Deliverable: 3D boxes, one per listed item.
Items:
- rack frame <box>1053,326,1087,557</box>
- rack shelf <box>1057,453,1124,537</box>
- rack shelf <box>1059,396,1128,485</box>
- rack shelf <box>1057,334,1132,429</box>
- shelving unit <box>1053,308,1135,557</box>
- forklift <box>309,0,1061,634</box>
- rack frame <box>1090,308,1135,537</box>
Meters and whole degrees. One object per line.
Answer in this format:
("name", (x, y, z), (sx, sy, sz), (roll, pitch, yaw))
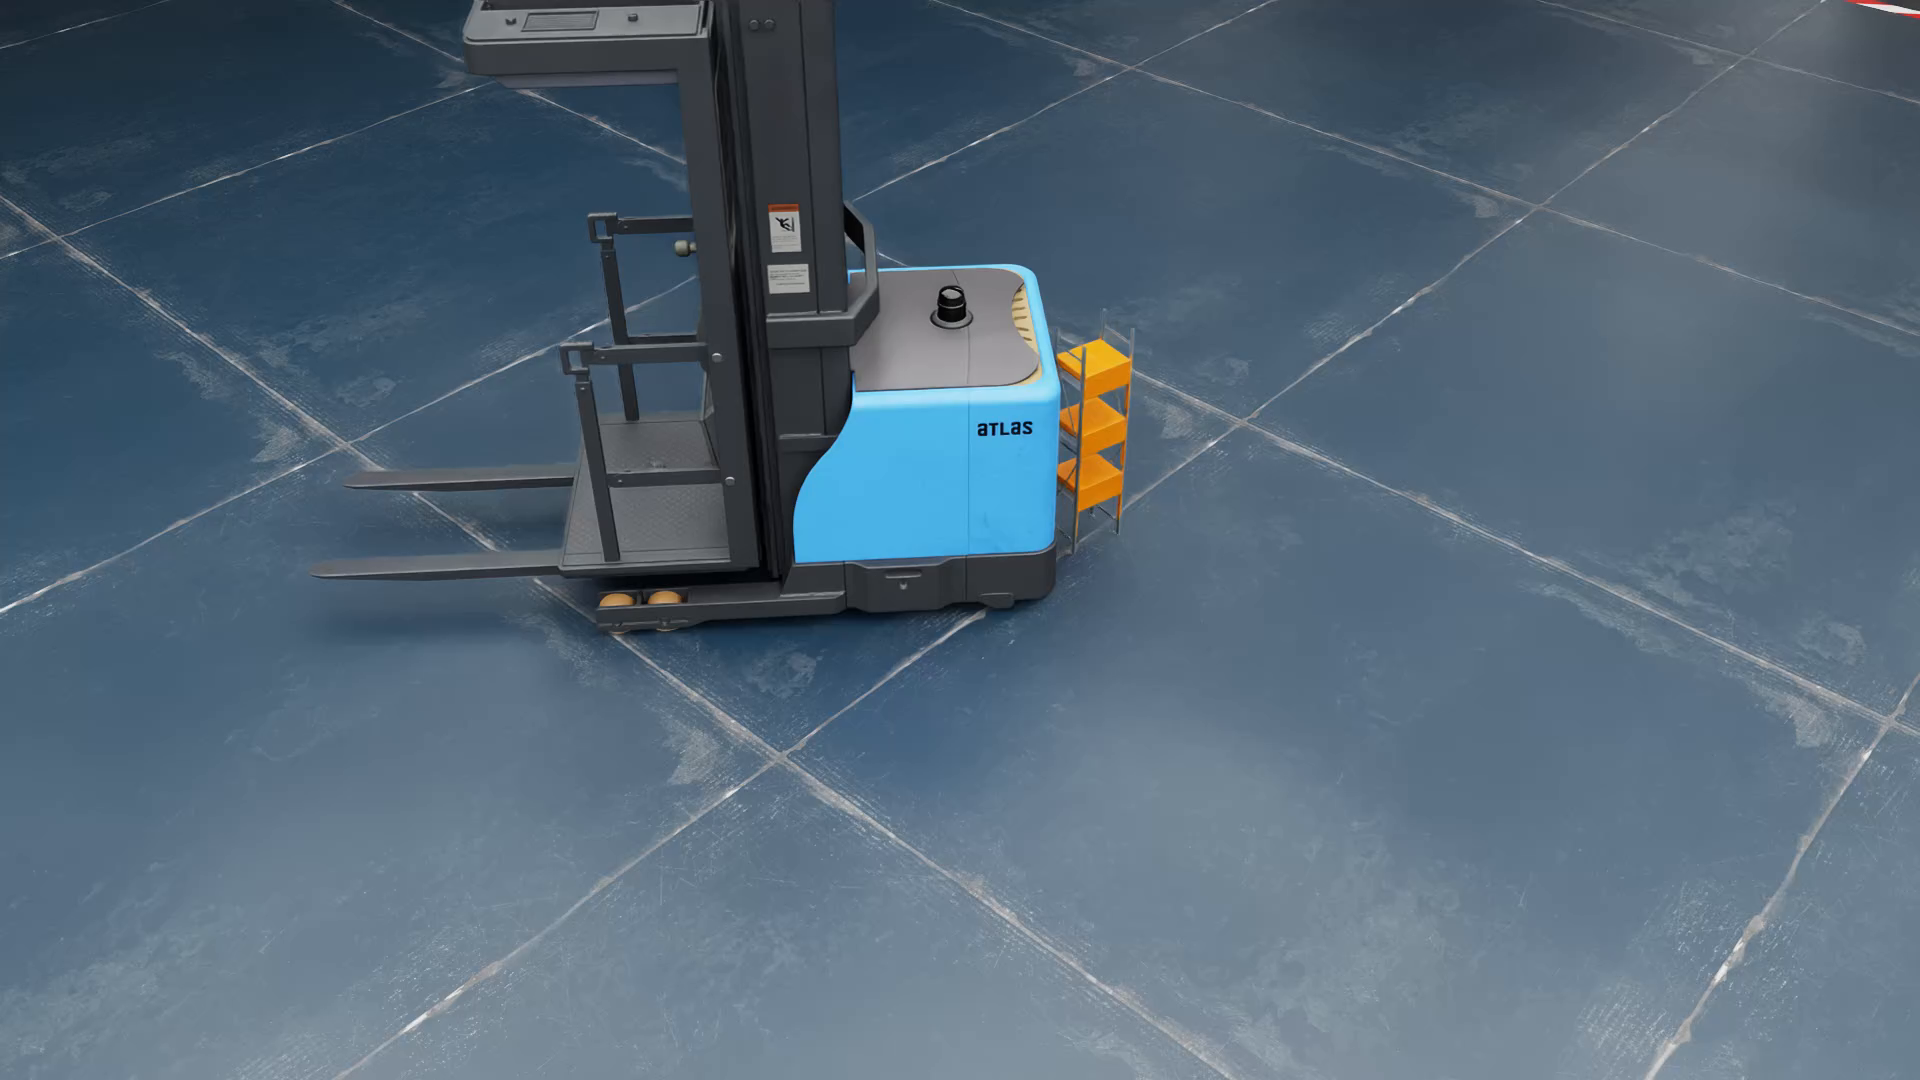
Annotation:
("rack frame", (0.436, -0.391, 6.899), (0.008, 1.050, 0.200), (-23, 44, -26))
("rack shelf", (0.537, -0.208, 7.132), (0.240, 0.259, 0.215), (-23, 44, -26))
("rack shelf", (0.537, -0.426, 6.959), (0.240, 0.259, 0.215), (-23, 44, -26))
("rack shelf", (0.537, -0.648, 6.783), (0.240, 0.259, 0.215), (-23, 44, -26))
("shelving unit", (0.537, -0.434, 6.953), (0.252, 1.050, 0.215), (-23, 44, -26))
("forklift", (-1.146, -1.109, 6.290), (3.031, 2.935, 1.130), (-3, 39, -3))
("rack frame", (0.637, -0.477, 7.007), (0.008, 1.050, 0.200), (-23, 44, -26))
